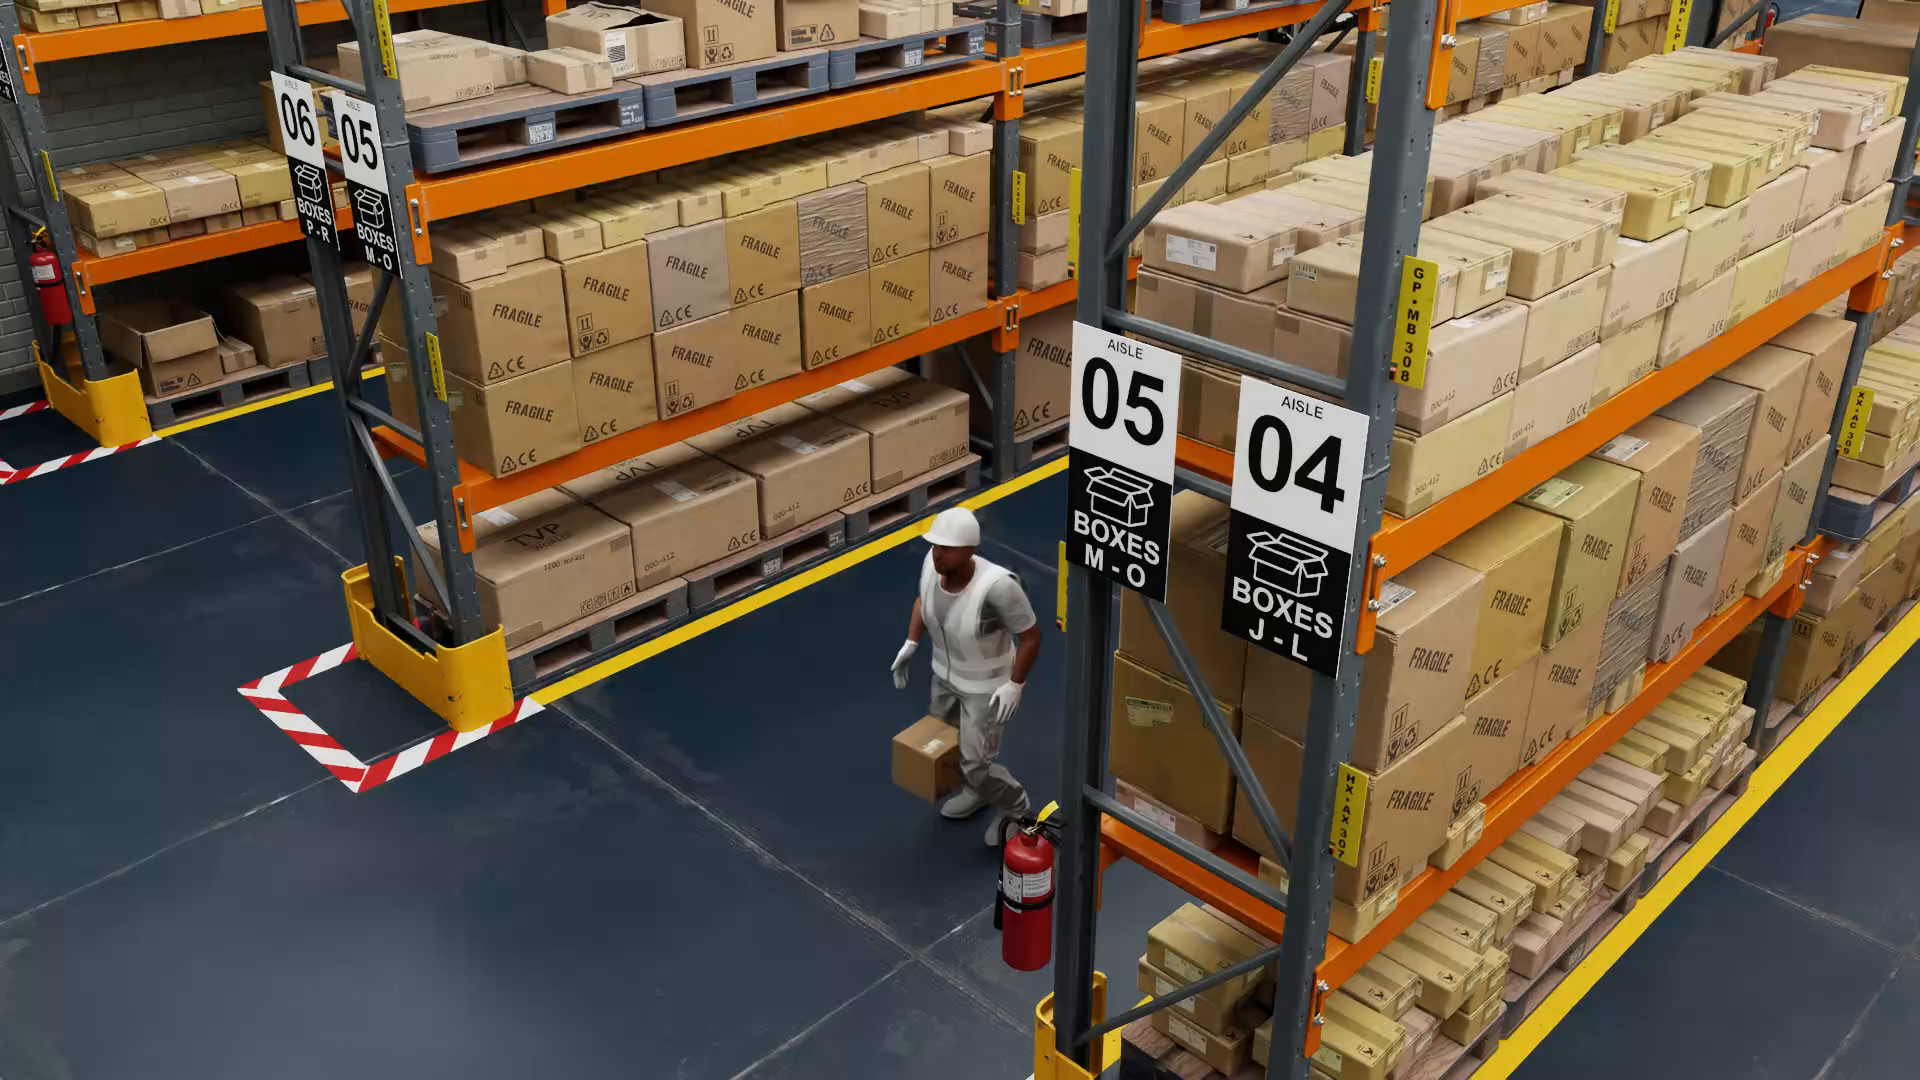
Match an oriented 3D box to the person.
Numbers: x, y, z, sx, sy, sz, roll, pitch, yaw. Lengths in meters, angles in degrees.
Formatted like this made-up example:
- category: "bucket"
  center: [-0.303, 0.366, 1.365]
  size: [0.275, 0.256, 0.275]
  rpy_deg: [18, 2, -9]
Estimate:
- category: "person"
  center: [0.041, 0.615, 7.479]
  size: [0.545, 1.729, 0.677]
  rpy_deg: [-23, 35, -37]
